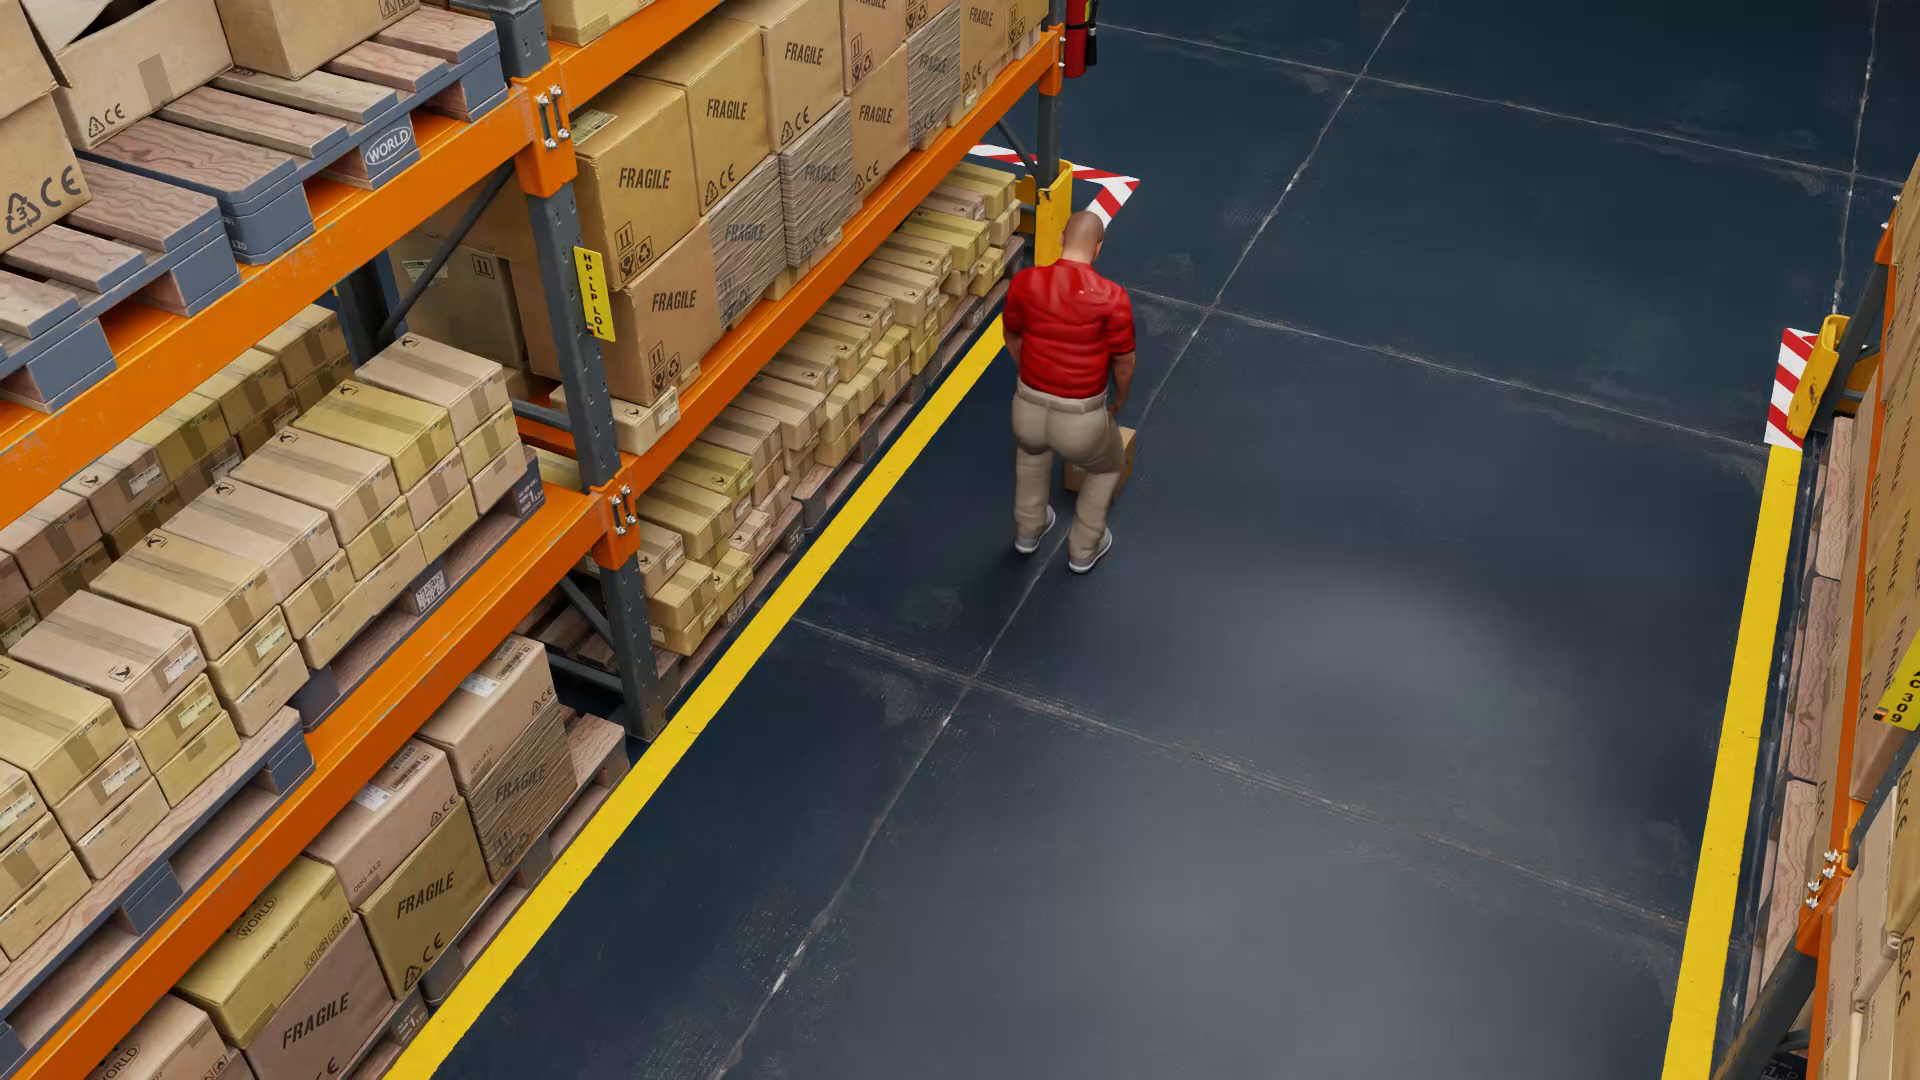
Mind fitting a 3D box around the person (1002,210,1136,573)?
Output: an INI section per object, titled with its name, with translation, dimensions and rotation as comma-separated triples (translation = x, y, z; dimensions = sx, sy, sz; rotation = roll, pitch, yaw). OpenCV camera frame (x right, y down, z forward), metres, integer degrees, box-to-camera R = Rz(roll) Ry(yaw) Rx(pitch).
[person]
translation = 0.424, -0.585, 6.944
dimensions = 0.578, 1.588, 0.550
rotation = 18, 45, 19
